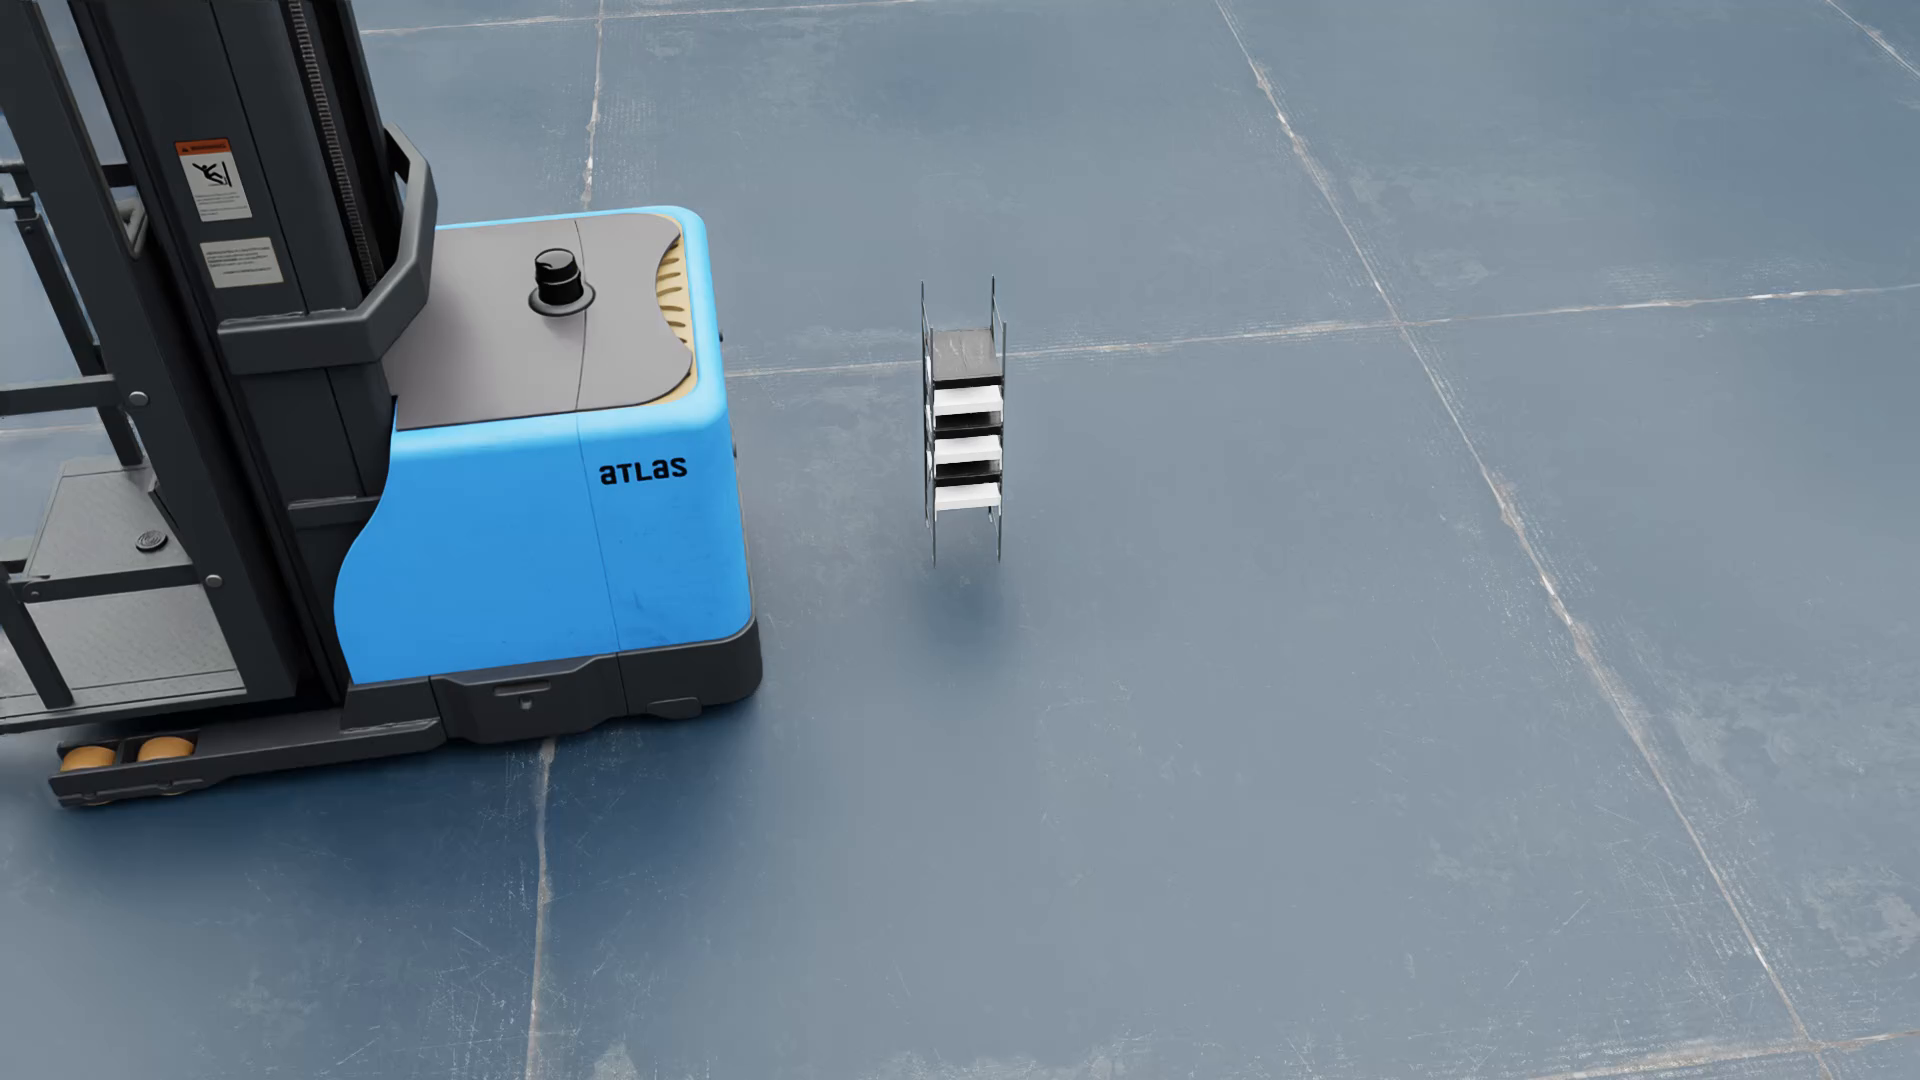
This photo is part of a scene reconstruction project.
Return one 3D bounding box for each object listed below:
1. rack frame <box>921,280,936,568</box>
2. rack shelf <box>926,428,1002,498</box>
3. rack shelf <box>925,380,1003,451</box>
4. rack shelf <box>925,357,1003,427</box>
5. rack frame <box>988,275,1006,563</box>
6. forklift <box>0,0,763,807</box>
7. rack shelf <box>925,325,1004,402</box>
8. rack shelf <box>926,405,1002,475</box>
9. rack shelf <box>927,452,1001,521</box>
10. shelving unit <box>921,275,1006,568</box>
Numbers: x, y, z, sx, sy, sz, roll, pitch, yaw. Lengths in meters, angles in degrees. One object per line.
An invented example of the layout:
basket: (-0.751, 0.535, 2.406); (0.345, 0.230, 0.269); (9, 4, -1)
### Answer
rack frame: (-0.093, -0.326, 4.940); (0.006, 0.900, 0.240); (-5, 42, -6)
rack shelf: (0.008, -0.243, 5.032); (0.200, 0.077, 0.258); (-5, 42, -6)
rack shelf: (0.008, -0.377, 4.911); (0.200, 0.077, 0.258); (-5, 42, -6)
rack shelf: (0.008, -0.444, 4.851); (0.200, 0.077, 0.258); (-5, 42, -6)
rack frame: (0.109, -0.344, 4.959); (0.006, 0.900, 0.240); (-5, 42, -6)
forklift: (-2.126, -0.761, 3.905); (3.031, 2.935, 1.130); (-7, 42, -7)
rack shelf: (0.008, -0.511, 4.791); (0.200, 0.077, 0.258); (-5, 42, -6)
rack shelf: (0.008, -0.310, 4.972); (0.200, 0.077, 0.258); (-5, 42, -6)
rack shelf: (0.008, -0.176, 5.092); (0.200, 0.077, 0.258); (-5, 42, -6)
shelving unit: (0.008, -0.335, 4.949); (0.210, 0.900, 0.258); (-5, 42, -6)
